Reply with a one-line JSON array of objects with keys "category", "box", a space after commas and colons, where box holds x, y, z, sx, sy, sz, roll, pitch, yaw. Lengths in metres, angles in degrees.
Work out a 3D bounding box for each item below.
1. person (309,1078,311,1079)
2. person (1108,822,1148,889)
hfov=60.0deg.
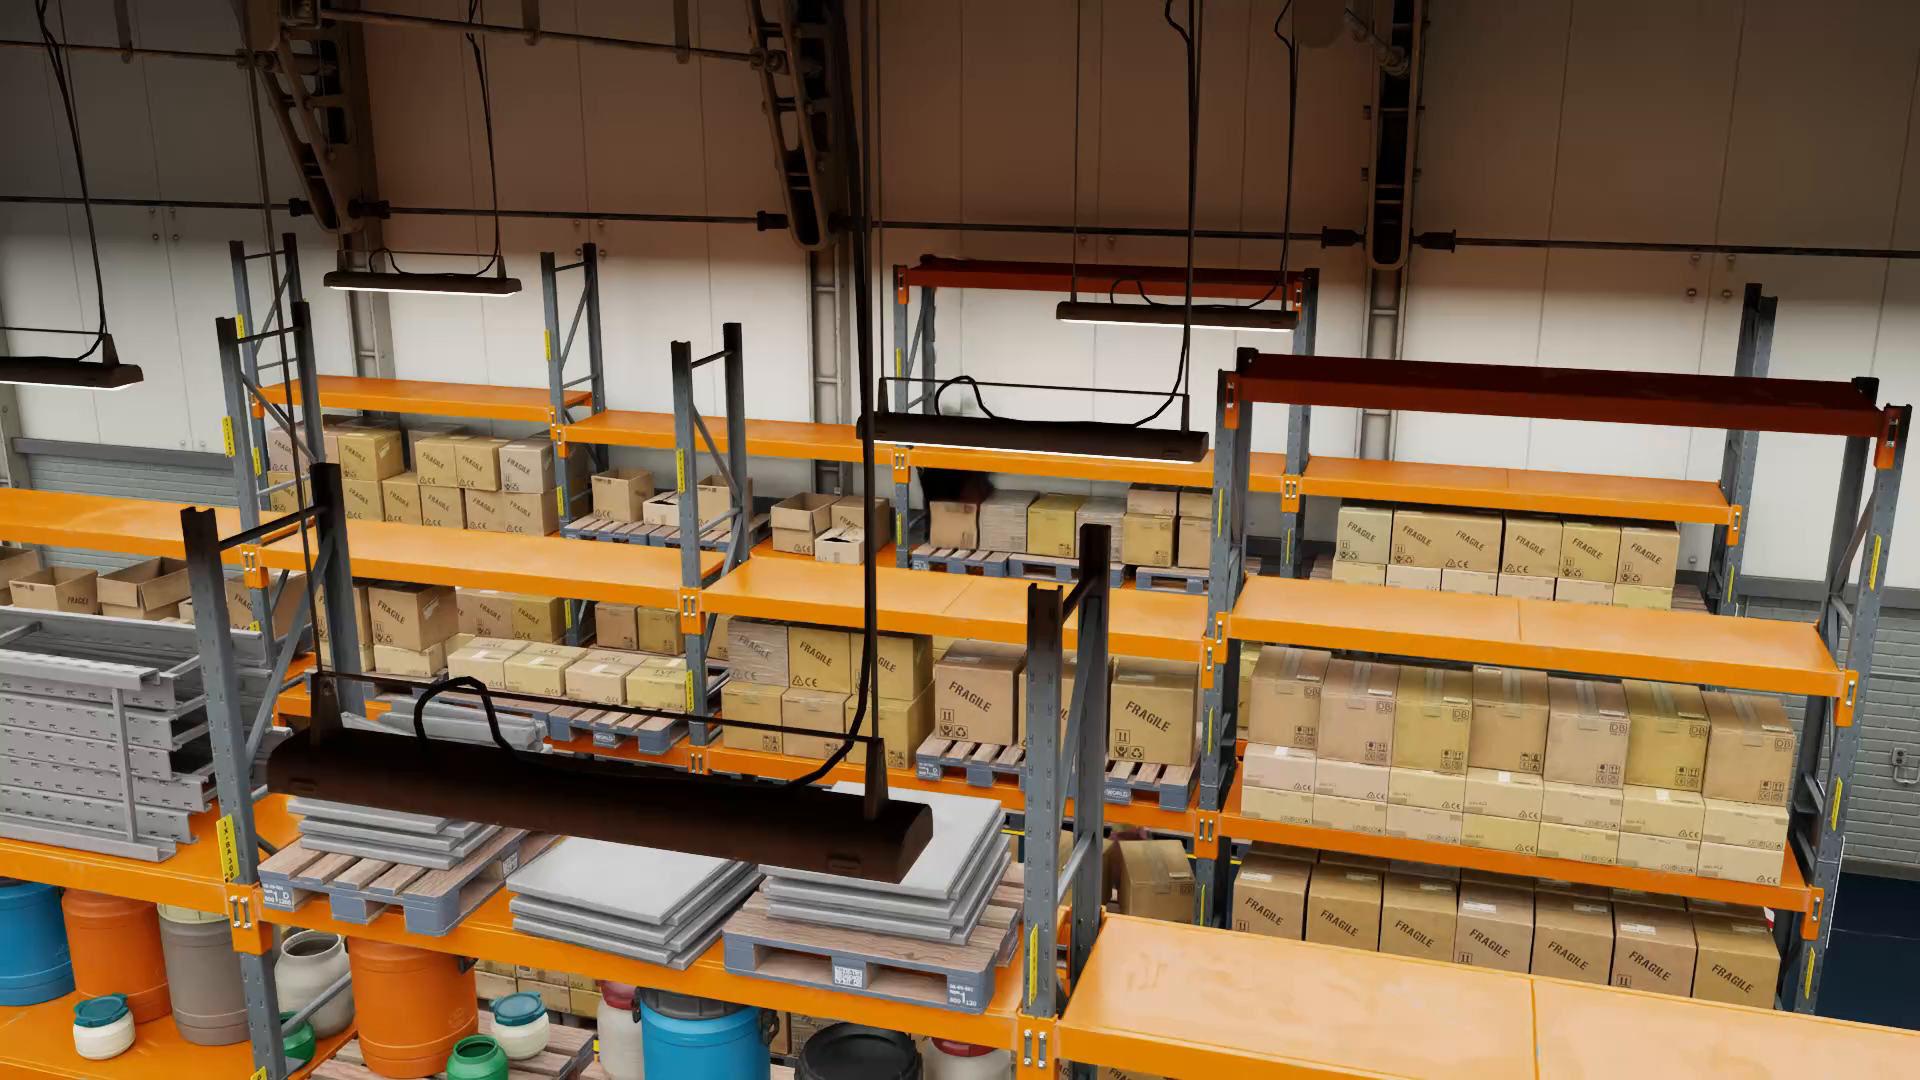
[{"category": "person", "box": [-4.542, 4.135, 11.502, 0.800, 1.689, 0.626, 6, 17, 19]}, {"category": "person", "box": [1.556, 2.689, 15.454, 0.849, 1.709, 0.529, 4, 17, 14]}]
